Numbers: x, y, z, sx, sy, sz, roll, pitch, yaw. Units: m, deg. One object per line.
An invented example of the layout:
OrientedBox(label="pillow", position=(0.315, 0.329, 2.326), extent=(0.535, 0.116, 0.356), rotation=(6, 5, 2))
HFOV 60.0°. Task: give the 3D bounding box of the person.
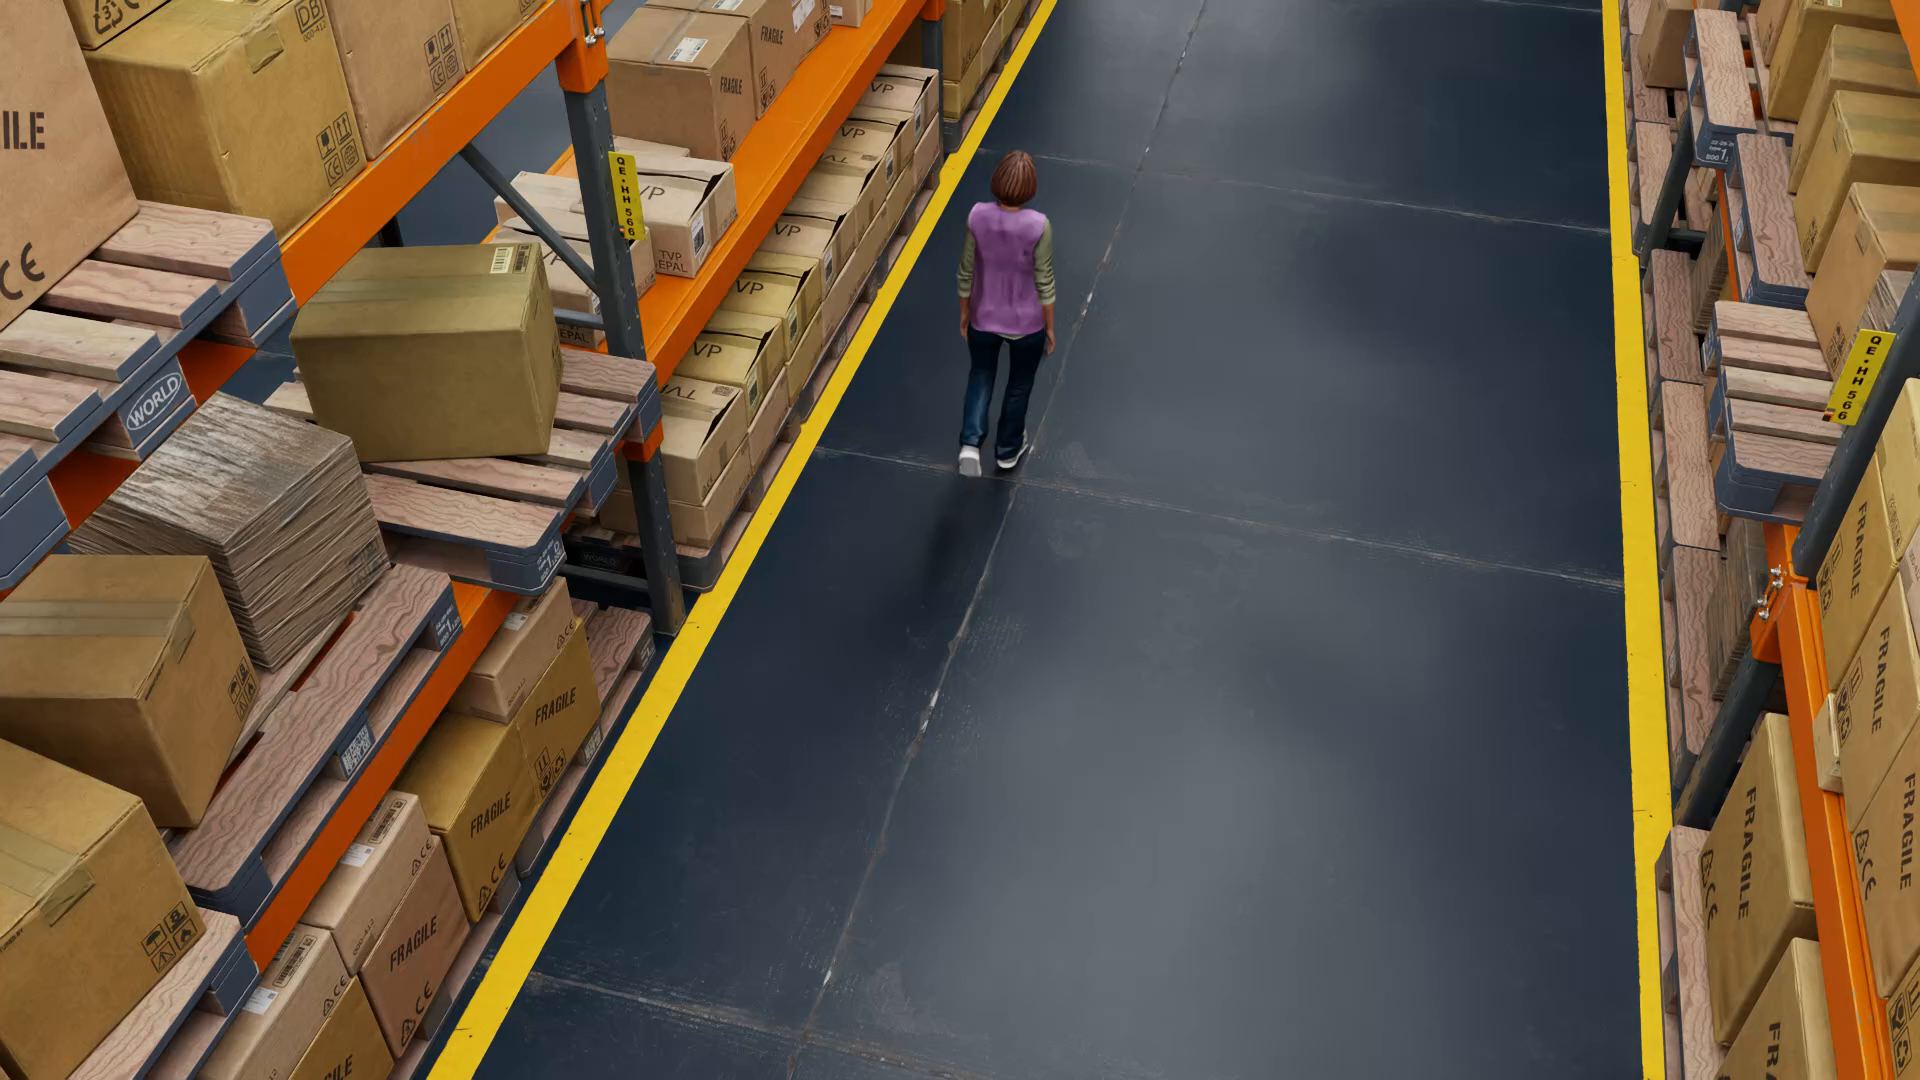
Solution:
OrientedBox(label="person", position=(0.182, -0.909, 7.160), extent=(0.441, 1.579, 0.573), rotation=(11, 43, 12))
